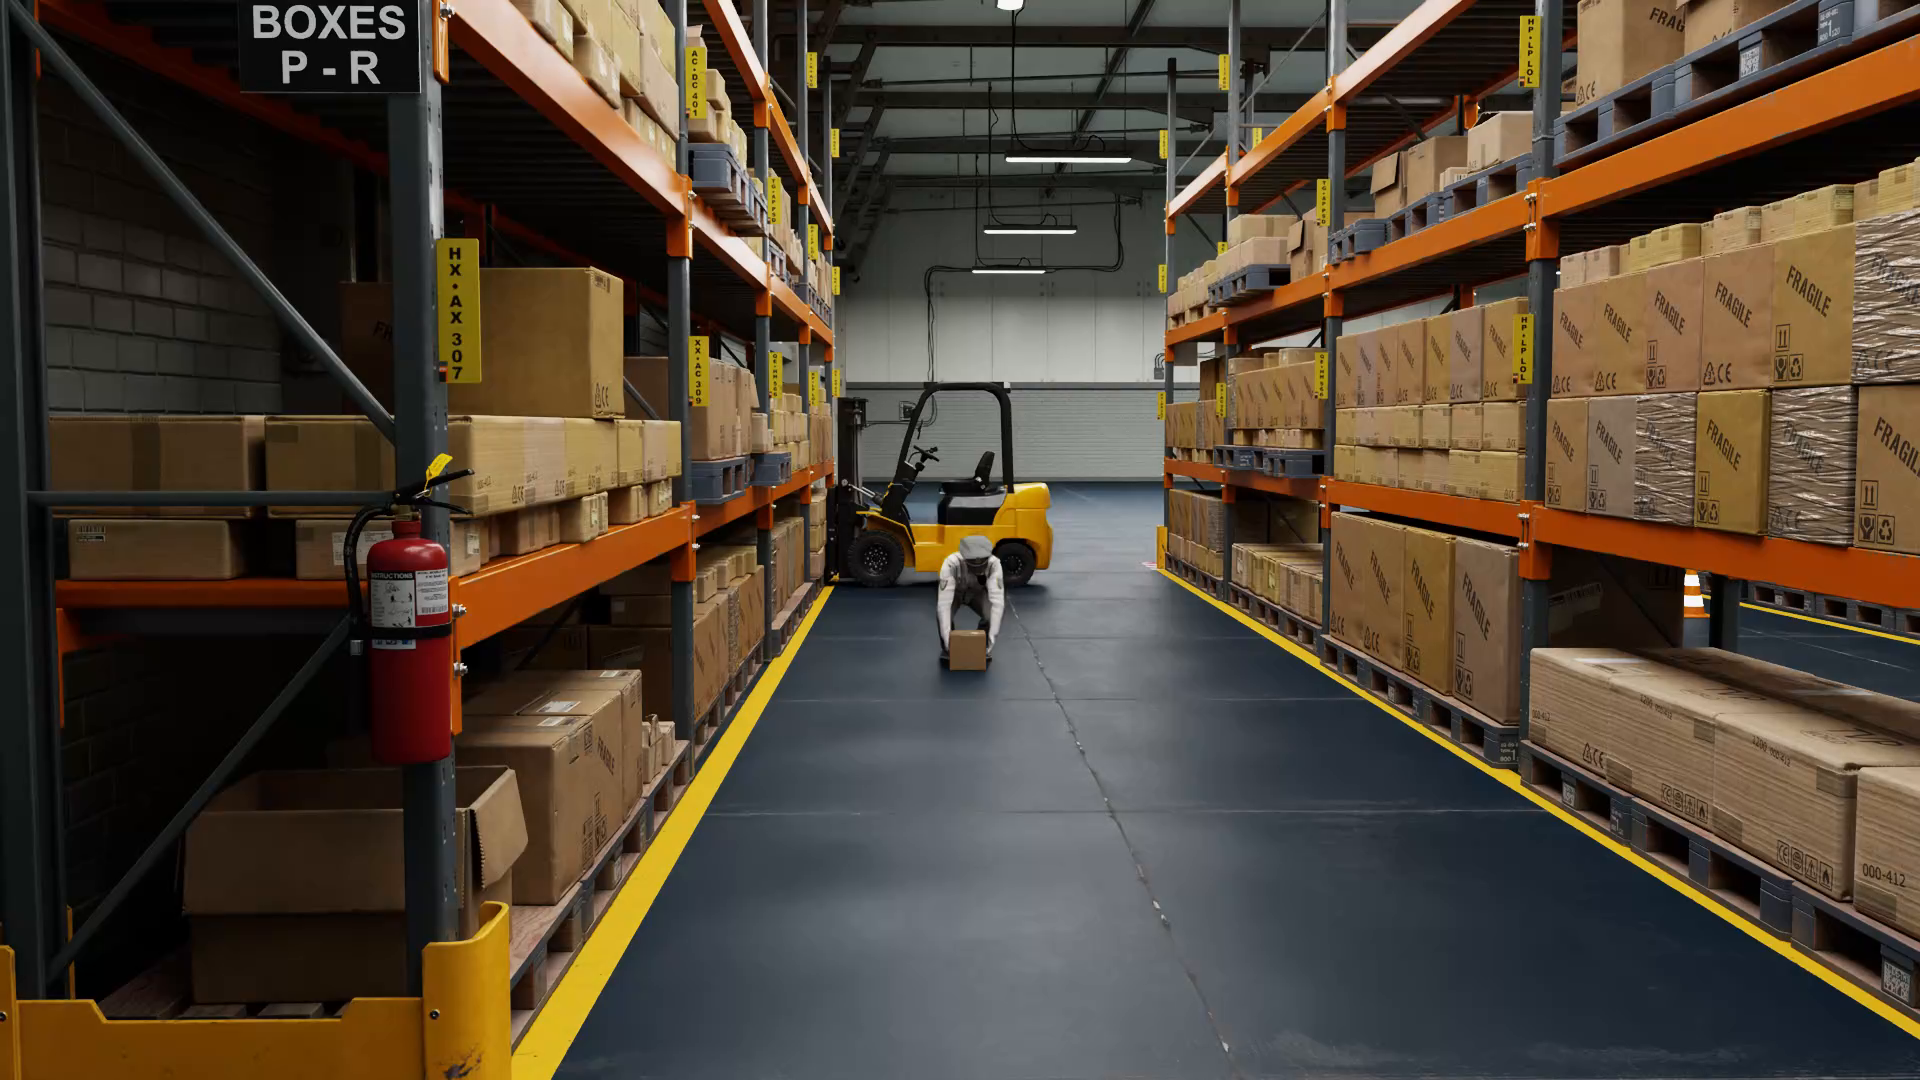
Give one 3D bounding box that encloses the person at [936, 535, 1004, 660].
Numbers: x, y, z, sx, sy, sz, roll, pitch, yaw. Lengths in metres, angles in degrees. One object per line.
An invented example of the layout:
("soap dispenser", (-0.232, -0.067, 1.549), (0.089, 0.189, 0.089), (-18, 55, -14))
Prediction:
("person", (0.067, 0.412, 11.898), (0.487, 0.929, 0.853), (0, 4, -2))
